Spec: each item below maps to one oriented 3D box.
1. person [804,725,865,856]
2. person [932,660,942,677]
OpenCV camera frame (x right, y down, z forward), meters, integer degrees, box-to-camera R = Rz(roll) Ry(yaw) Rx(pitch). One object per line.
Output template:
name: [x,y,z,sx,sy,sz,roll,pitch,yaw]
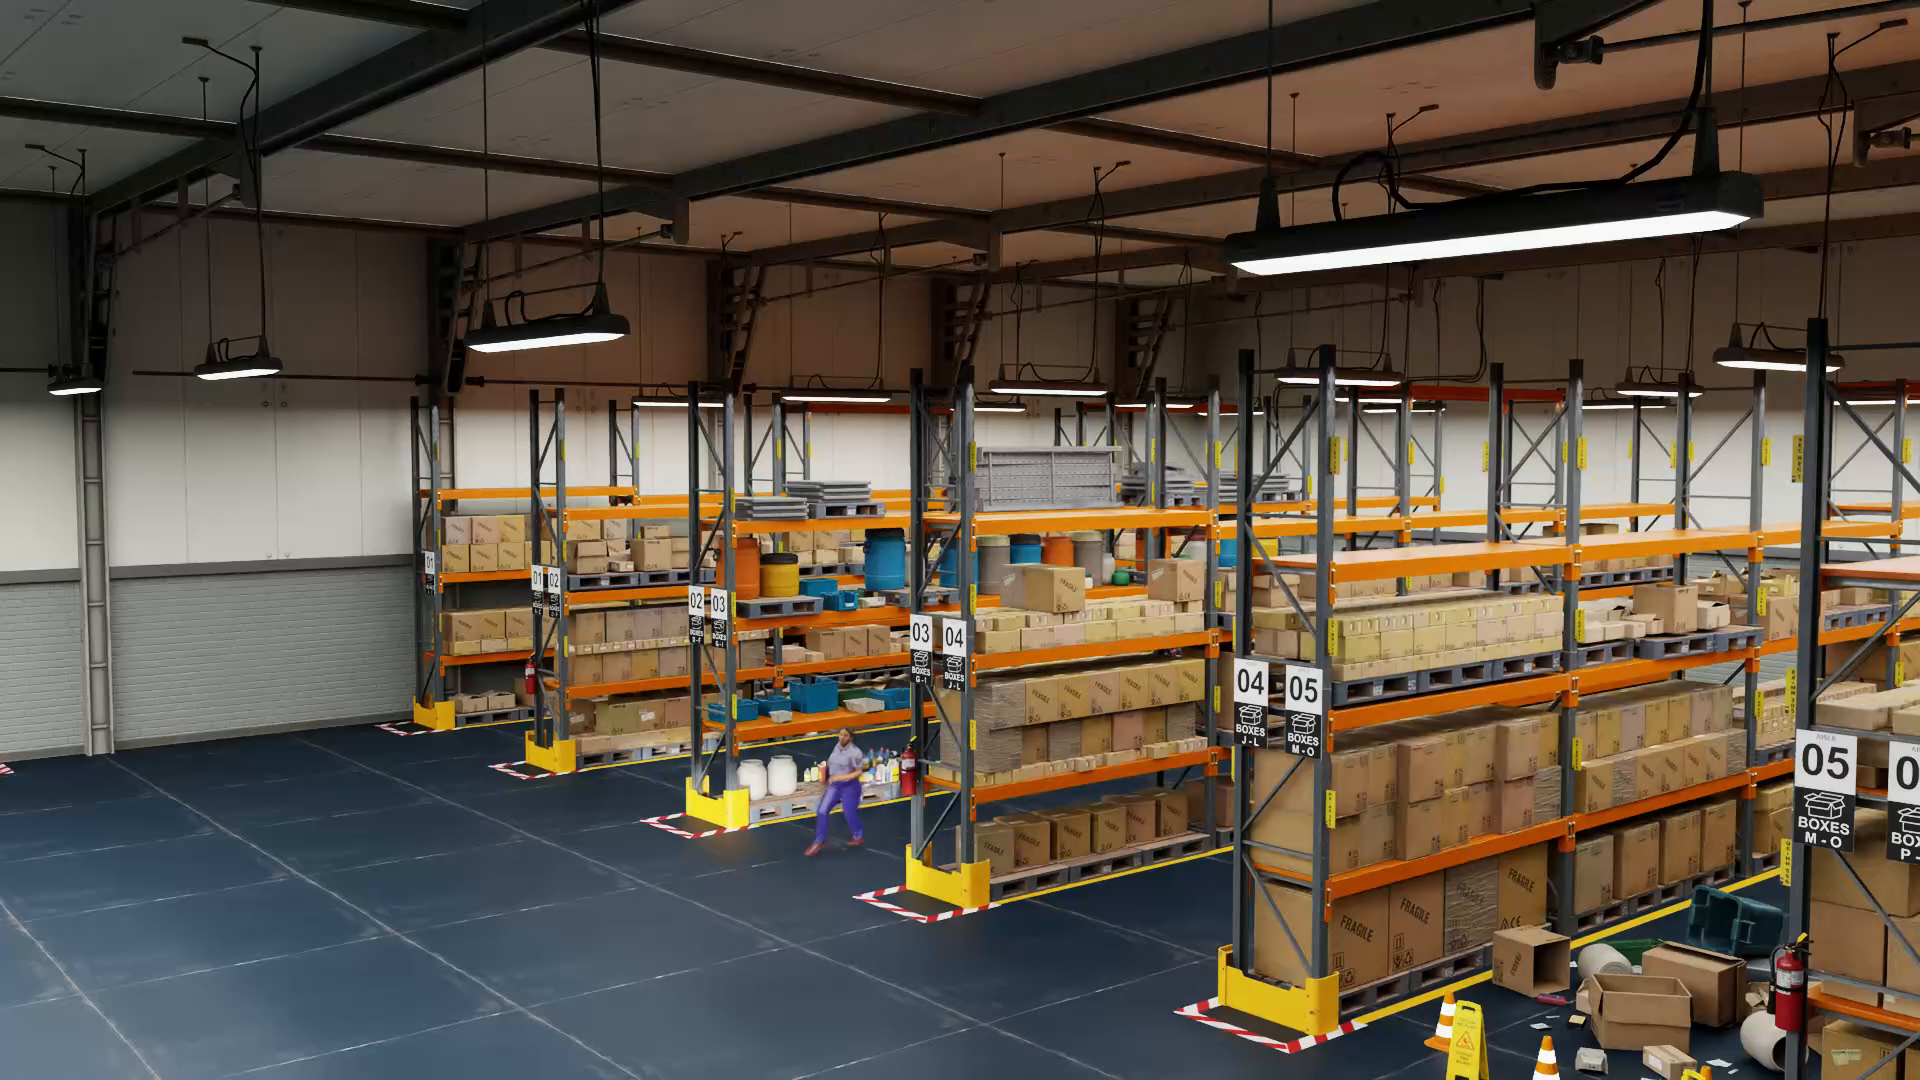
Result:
person: [-1.446,3.118,20.807,0.677,1.612,0.841,2,4,35]
person: [-0.611,2.323,33.910,0.689,1.728,0.672,-3,4,-38]
